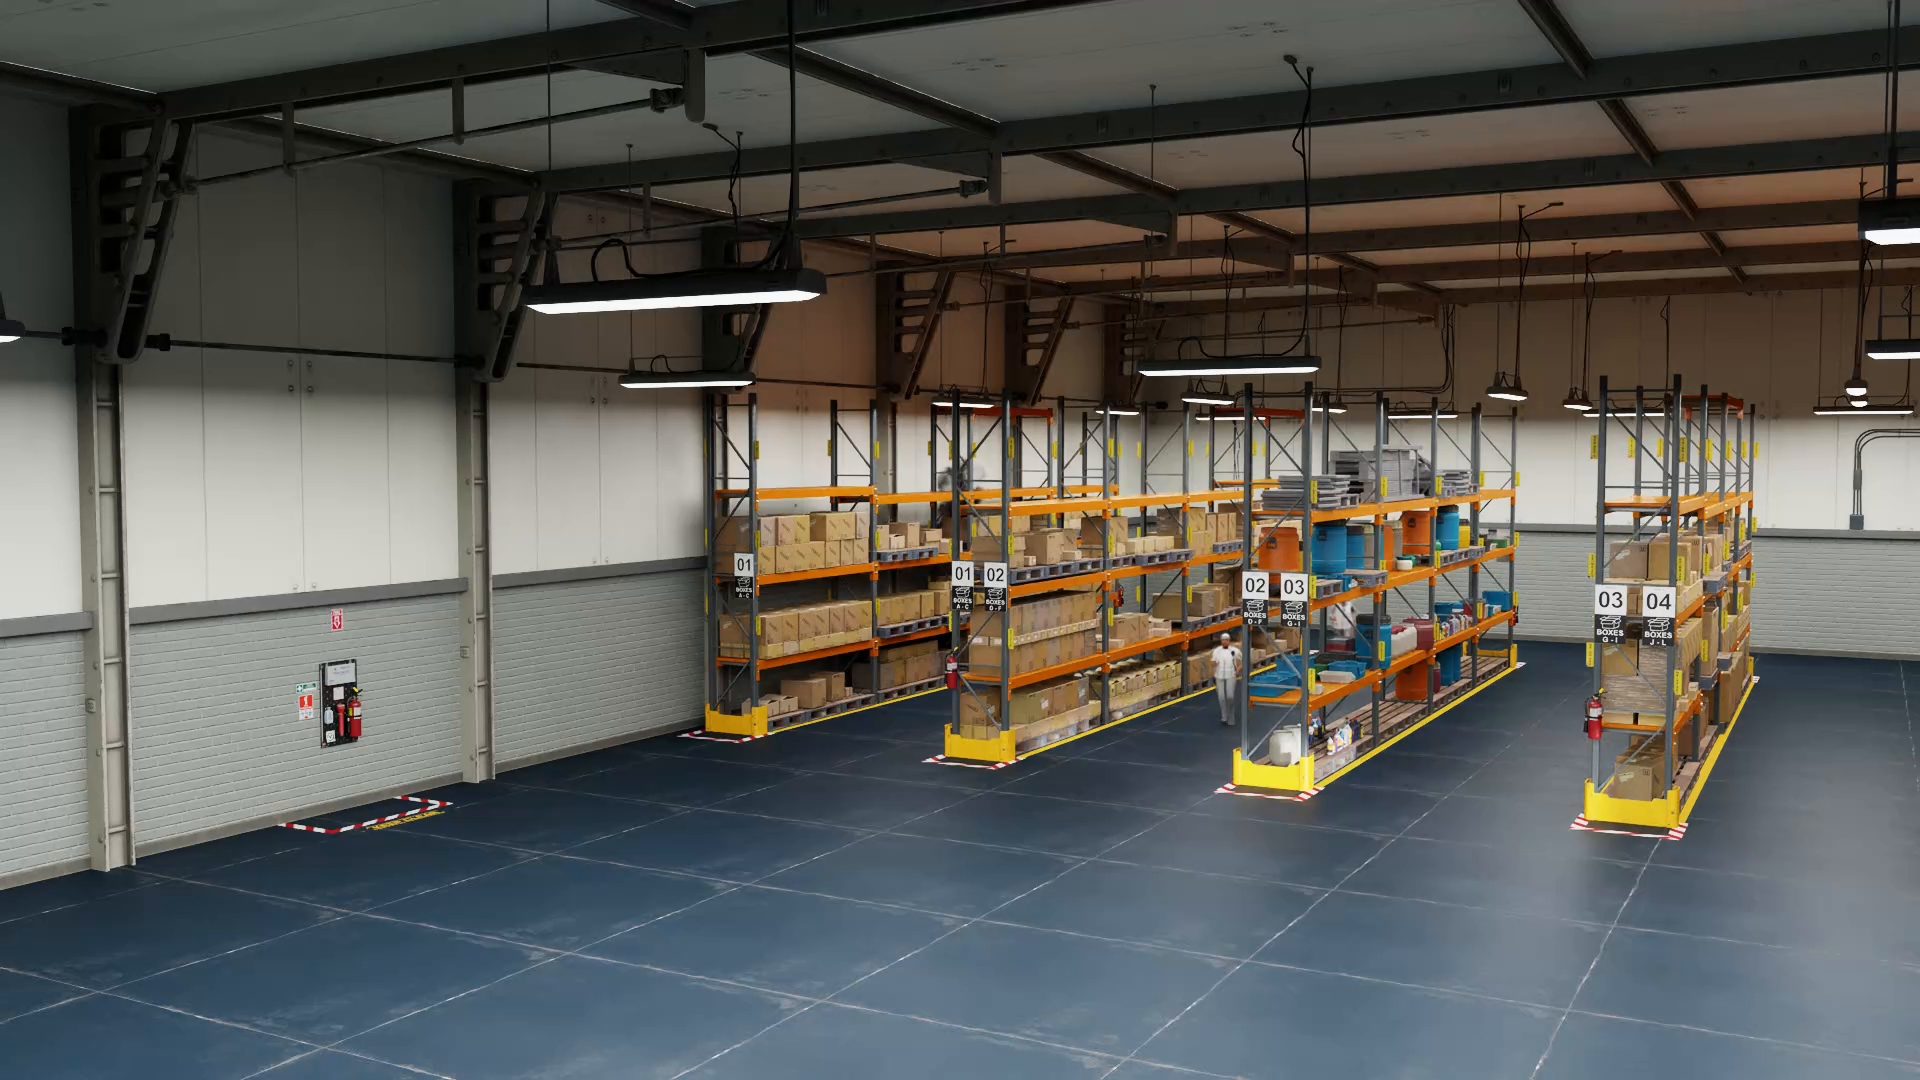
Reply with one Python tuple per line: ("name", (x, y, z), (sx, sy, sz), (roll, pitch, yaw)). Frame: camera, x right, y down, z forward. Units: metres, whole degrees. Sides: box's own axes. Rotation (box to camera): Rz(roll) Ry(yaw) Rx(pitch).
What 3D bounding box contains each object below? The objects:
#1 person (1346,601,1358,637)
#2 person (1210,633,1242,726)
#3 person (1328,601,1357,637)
("person", (9.062, 2.072, 39.169), (0.591, 1.686, 0.666), (1, 3, 18))
("person", (4.840, 2.548, 30.282), (0.581, 1.695, 0.671), (1, 3, 20))
("person", (8.826, 2.028, 38.405), (0.633, 1.773, 0.965), (1, 3, 15))
